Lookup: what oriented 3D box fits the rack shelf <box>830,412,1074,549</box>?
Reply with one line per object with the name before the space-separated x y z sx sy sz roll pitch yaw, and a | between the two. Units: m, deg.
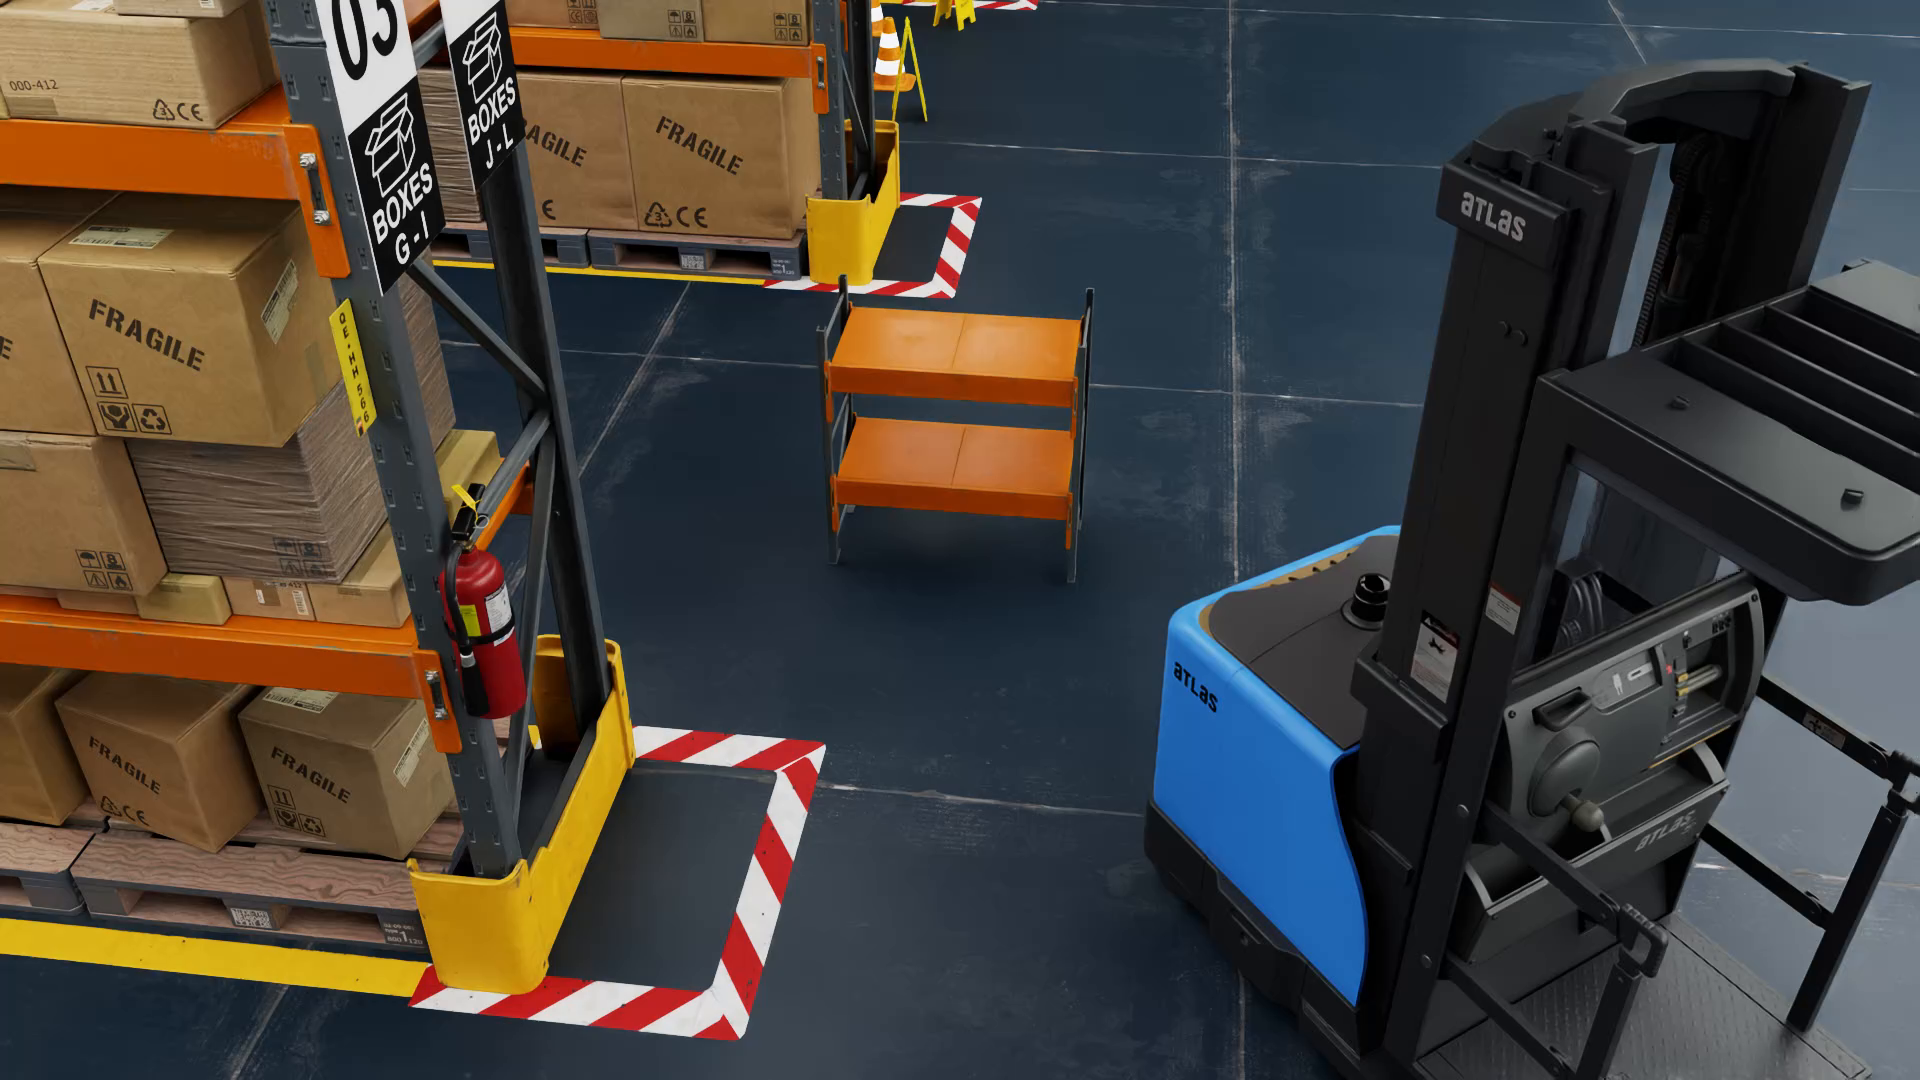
rack shelf | -0.007 -0.259 7.066 1.000 0.278 0.538 4 36 6

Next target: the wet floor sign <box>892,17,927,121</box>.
wet floor sign | -0.344 -3.158 11.119 0.232 0.644 0.267 -2 36 -2

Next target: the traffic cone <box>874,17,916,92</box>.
traffic cone | -0.490 -3.428 11.655 0.334 0.463 0.336 4 36 6

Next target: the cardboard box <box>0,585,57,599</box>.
cardboard box | -2.657 -0.004 4.890 0.250 0.149 0.380 4 36 6

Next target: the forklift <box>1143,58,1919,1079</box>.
forklift | 1.816 0.486 4.046 1.130 2.935 3.031 -19 40 -25

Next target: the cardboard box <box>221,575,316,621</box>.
cardboard box | -1.914 0.054 4.808 0.250 0.149 0.380 4 36 6

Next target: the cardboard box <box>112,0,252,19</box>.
cardboard box | -1.672 -1.290 3.679 0.250 0.149 0.380 4 36 6

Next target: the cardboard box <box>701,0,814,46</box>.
cardboard box | -0.999 -3.040 8.798 0.550 0.550 0.875 4 36 6

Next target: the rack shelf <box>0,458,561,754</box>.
rack shelf | -3.341 0.018 5.262 4.000 0.370 1.077 4 36 6

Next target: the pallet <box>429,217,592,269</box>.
pallet | -2.635 -1.948 9.798 1.213 0.211 1.003 4 36 6

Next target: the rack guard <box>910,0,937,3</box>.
rack guard | -0.170 -4.825 13.580 0.348 0.500 1.175 4 36 6

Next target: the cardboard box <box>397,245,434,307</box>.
cardboard box | -1.868 -0.893 4.717 0.500 0.500 0.500 4 36 6

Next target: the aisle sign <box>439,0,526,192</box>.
aisle sign | -1.258 -1.353 4.326 0.004 0.787 0.394 4 36 6

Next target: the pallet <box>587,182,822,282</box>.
pallet | -1.428 -1.856 9.669 1.213 0.211 1.003 4 36 6

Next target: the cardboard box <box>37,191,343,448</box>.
cardboard box | -1.934 -0.594 4.297 0.500 0.500 0.500 4 36 6

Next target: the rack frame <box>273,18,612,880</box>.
rack frame | -1.357 -0.127 4.846 0.127 3.000 1.000 4 36 6

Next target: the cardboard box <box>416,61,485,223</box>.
cardboard box | -3.083 -2.428 9.537 0.875 0.875 0.875 5 36 6

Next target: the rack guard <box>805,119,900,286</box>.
rack guard | -0.601 -1.958 9.563 0.348 0.500 1.175 4 36 6

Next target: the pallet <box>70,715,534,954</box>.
pallet | -2.234 0.922 5.776 1.213 0.211 1.003 4 36 6

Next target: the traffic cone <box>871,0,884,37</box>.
traffic cone | -0.686 -4.093 12.586 0.334 0.463 0.336 4 36 6

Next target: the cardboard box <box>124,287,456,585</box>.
cardboard box | -1.899 -0.345 4.809 0.500 0.500 0.875 4 36 6

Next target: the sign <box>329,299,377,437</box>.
sign | -1.448 -0.409 3.972 0.005 0.325 0.100 4 36 6

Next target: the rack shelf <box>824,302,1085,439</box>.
rack shelf | -0.007 -0.697 6.754 1.000 0.278 0.538 4 36 6

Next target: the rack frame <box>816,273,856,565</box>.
rack frame | -0.511 -0.496 6.977 0.032 1.125 0.500 4 36 6

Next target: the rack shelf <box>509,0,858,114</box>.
rack shelf | -2.609 -2.832 9.256 4.000 0.370 1.077 4 36 6

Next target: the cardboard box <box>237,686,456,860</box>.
cardboard box | -1.974 0.664 5.528 0.500 0.500 0.500 11 37 15

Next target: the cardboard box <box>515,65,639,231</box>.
cardboard box | -2.179 -2.359 9.441 0.875 0.875 0.875 4 36 5

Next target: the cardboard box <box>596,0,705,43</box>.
cardboard box | -1.547 -3.068 8.837 0.550 0.550 0.875 4 36 6

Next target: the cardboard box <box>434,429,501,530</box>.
cardboard box | -1.609 -0.183 5.141 0.250 0.149 0.380 4 36 6

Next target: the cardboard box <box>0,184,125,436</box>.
cardboard box | -2.431 -0.628 4.345 0.500 0.500 0.500 4 36 6

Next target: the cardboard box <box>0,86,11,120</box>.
cardboard box | -2.363 -1.211 3.912 0.500 0.250 0.500 4 36 6

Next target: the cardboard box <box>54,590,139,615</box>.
cardboard box | -2.415 0.038 4.831 0.250 0.149 0.380 4 36 6

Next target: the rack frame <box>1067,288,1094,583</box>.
rack frame | 0.497 -0.421 6.871 0.032 1.125 0.500 4 36 6

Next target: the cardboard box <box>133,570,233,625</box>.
cardboard box | -2.169 0.066 4.792 0.250 0.149 0.380 4 36 6

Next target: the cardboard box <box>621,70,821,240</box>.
cardboard box | -1.306 -2.296 9.352 0.875 0.875 0.875 4 36 6

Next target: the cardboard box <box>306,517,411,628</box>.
cardboard box | -1.666 0.073 4.782 0.250 0.149 0.380 4 36 6

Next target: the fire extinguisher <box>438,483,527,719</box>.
fire extinguisher | -1.302 0.179 4.484 0.183 0.674 0.296 4 36 6

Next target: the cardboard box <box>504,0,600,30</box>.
cardboard box | -2.087 -3.182 8.997 0.550 0.550 0.875 4 36 6

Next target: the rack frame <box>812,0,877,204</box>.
rack frame | -0.625 -2.977 8.840 0.127 3.000 1.000 4 36 6

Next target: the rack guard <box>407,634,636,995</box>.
rack guard | -1.433 0.885 5.580 0.348 0.500 1.175 4 36 6

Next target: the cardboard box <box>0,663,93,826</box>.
cardboard box | -3.190 0.582 5.643 0.500 0.500 0.500 7 36 10

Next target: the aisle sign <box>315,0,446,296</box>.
aisle sign | -1.334 -1.008 3.842 0.004 0.787 0.394 4 36 6

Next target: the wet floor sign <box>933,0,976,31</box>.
wet floor sign | -0.043 -4.248 12.647 0.232 0.644 0.267 17 39 22

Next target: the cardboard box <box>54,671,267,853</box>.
cardboard box | -2.572 0.639 5.562 0.500 0.500 0.500 14 38 18

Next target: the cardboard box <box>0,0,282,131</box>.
cardboard box | -1.868 -1.176 3.863 0.500 0.250 0.500 5 36 7

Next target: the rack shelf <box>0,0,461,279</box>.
rack shelf | -3.341 -1.203 4.391 4.000 0.370 1.077 4 36 6

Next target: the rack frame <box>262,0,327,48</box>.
rack frame | -1.357 -2.569 3.103 0.127 3.000 1.000 4 36 6

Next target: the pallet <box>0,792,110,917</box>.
pallet | -3.440 0.830 5.905 1.213 0.211 1.003 4 36 6

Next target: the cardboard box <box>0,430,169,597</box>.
cardboard box | -2.410 -0.313 4.764 0.500 0.500 0.875 4 36 6

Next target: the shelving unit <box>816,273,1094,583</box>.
shelving unit | -0.007 -0.458 6.924 1.048 1.125 0.538 4 36 6
